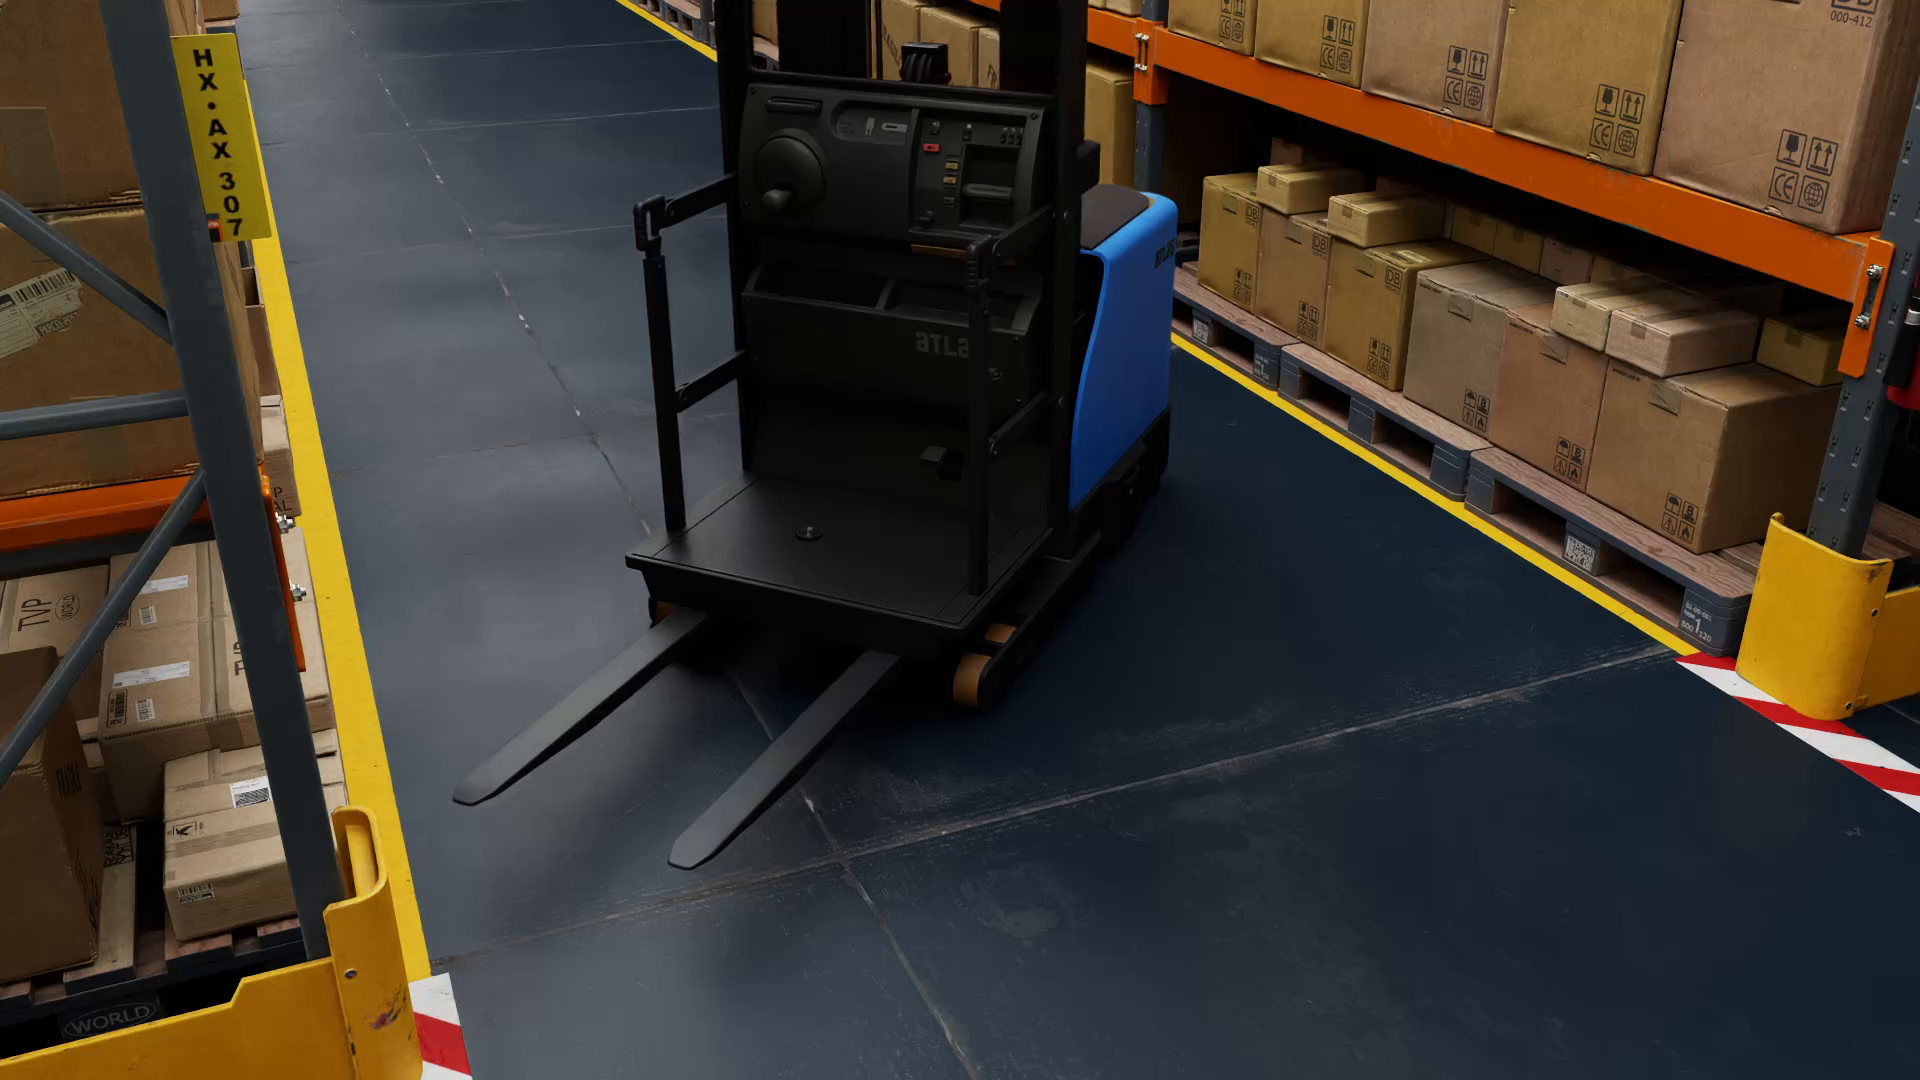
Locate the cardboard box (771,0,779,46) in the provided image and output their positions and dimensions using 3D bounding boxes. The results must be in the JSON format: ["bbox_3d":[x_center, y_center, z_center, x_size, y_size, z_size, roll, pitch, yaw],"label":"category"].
[{"bbox_3d":[-1.104,-4.218,13.317,0.700,0.500,0.500,-10,28,-20],"label":"cardboard box"}]

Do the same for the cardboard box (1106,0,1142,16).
[{"bbox_3d":[0.921,-2.605,7.930,0.380,0.149,0.250,-10,28,-20],"label":"cardboard box"}]

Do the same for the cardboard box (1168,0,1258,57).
[{"bbox_3d":[1.511,-2.534,7.179,0.980,0.700,0.700,-10,28,-20],"label":"cardboard box"}]

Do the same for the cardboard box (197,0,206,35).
[{"bbox_3d":[-2.608,-1.448,5.182,0.500,0.500,0.500,-10,28,-19],"label":"cardboard box"}]

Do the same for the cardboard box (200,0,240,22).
[{"bbox_3d":[-3.222,-2.232,6.309,0.700,0.500,0.500,-22,34,-37],"label":"cardboard box"}]

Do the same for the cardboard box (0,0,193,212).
[{"bbox_3d":[-1.607,-0.872,2.864,0.500,0.500,0.500,-10,28,-19],"label":"cardboard box"}]

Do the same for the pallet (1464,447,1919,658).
[{"bbox_3d":[2.495,-0.062,5.637,1.003,0.211,1.213,-11,28,-21],"label":"pallet"}]

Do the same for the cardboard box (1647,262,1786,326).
[{"bbox_3d":[2.548,-0.817,5.635,0.380,0.149,0.250,-10,28,-20],"label":"cardboard box"}]

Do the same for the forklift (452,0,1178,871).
[{"bbox_3d":[-0.294,-1.044,4.547,1.130,2.935,3.031,11,28,21],"label":"forklift"}]

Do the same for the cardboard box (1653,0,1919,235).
[{"bbox_3d":[2.672,-1.345,4.744,0.980,0.700,0.700,-9,28,-18],"label":"cardboard box"}]

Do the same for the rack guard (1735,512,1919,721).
[{"bbox_3d":[2.890,0.127,4.920,1.175,0.500,0.348,-11,28,-21],"label":"rack guard"}]

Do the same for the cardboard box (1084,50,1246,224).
[{"bbox_3d":[0.940,-2.084,8.570,0.750,0.750,0.750,-10,28,-20],"label":"cardboard box"}]

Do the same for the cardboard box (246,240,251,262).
[{"bbox_3d":[-3.616,-1.496,7.743,0.500,0.500,0.500,-10,28,-20],"label":"cardboard box"}]

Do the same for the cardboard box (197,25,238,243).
[{"bbox_3d":[-2.202,-1.035,4.338,0.500,0.500,0.500,-10,28,-20],"label":"cardboard box"}]

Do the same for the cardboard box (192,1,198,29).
[{"bbox_3d":[-2.210,-1.490,4.128,0.500,0.500,0.500,-11,28,-21],"label":"cardboard box"}]

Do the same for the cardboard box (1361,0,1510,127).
[{"bbox_3d":[2.086,-1.946,5.975,0.980,0.700,0.700,-12,28,-23],"label":"cardboard box"}]

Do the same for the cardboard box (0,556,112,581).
[{"bbox_3d":[-2.502,-0.087,4.852,0.797,0.503,0.637,-11,28,-21],"label":"cardboard box"}]

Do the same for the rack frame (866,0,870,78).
[{"bbox_3d":[-0.252,-4.236,11.006,1.000,3.000,0.127,-11,28,-21],"label":"rack frame"}]

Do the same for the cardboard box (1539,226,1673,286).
[{"bbox_3d":[2.350,-1.020,6.052,0.380,0.149,0.250,-10,28,-20],"label":"cardboard box"}]

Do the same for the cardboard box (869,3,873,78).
[{"bbox_3d":[-0.582,-3.592,12.035,0.700,0.500,0.500,-10,28,-20],"label":"cardboard box"}]

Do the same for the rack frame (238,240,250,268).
[{"bbox_3d":[-3.243,-1.768,5.953,1.000,3.000,0.127,-11,28,-21],"label":"rack frame"}]

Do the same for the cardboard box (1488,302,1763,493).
[{"bbox_3d":[2.318,-0.539,5.805,0.700,0.500,0.500,-11,28,-21],"label":"cardboard box"}]

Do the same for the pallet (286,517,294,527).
[{"bbox_3d":[-2.493,0.256,4.986,1.003,0.211,1.213,-11,28,-21],"label":"pallet"}]

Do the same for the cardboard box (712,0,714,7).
[{"bbox_3d":[-2.056,-4.986,15.271,0.380,0.166,0.250,-15,30,-27],"label":"cardboard box"}]

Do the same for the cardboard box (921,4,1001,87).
[{"bbox_3d":[0.252,-2.784,10.005,0.750,0.750,0.750,-11,28,-21],"label":"cardboard box"}]

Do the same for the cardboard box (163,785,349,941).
[{"bbox_3d":[-1.524,0.702,3.641,0.380,0.149,0.250,-11,28,-21],"label":"cardboard box"}]

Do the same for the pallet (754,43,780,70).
[{"bbox_3d":[-1.031,-3.790,13.272,1.003,0.211,1.213,-11,28,-21],"label":"pallet"}]

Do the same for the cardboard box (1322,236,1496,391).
[{"bbox_3d":[1.905,-0.956,6.659,0.700,0.500,0.500,-10,28,-19],"label":"cardboard box"}]

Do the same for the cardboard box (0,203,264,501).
[{"bbox_3d":[-1.607,-0.423,3.083,0.500,0.500,0.500,-10,28,-20],"label":"cardboard box"}]

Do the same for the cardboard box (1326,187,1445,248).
[{"bbox_3d":[1.683,-1.278,6.580,0.380,0.149,0.250,-11,28,-22],"label":"cardboard box"}]

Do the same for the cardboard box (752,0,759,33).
[{"bbox_3d":[-1.515,-4.631,14.163,0.700,0.500,0.500,-10,28,-19],"label":"cardboard box"}]

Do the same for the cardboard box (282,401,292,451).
[{"bbox_3d":[-2.556,-0.362,5.821,0.380,0.149,0.250,-11,28,-21],"label":"cardboard box"}]

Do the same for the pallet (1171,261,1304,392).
[{"bbox_3d":[1.540,-1.047,7.655,1.003,0.211,1.213,-11,28,-21],"label":"pallet"}]

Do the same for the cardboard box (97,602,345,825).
[{"bbox_3d":[-1.824,0.414,4.115,0.500,0.250,0.500,-11,28,-21],"label":"cardboard box"}]

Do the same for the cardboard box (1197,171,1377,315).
[{"bbox_3d":[1.513,-1.367,7.501,0.700,0.500,0.500,-10,28,-20],"label":"cardboard box"}]

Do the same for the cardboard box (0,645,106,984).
[{"bbox_3d":[-2.116,0.595,3.460,0.500,0.500,0.500,-11,28,-21],"label":"cardboard box"}]

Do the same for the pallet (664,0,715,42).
[{"bbox_3d":[-2.114,-4.862,15.468,1.003,0.211,1.213,-11,28,-21],"label":"pallet"}]

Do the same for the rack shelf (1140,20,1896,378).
[{"bbox_3d":[2.097,-1.490,6.203,1.077,0.370,4.000,-11,28,-21],"label":"rack shelf"}]

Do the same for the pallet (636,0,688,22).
[{"bbox_3d":[-2.596,-5.356,16.479,1.003,0.211,1.213,-11,28,-21],"label":"pallet"}]

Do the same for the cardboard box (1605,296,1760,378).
[{"bbox_3d":[2.296,-0.649,5.291,0.380,0.149,0.250,-11,28,-21],"label":"cardboard box"}]

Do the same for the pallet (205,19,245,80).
[{"bbox_3d":[-3.455,-2.023,6.694,1.003,0.211,1.213,-11,28,-21],"label":"pallet"}]

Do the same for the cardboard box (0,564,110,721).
[{"bbox_3d":[-2.460,0.319,4.311,0.500,0.250,0.500,-11,28,-21],"label":"cardboard box"}]

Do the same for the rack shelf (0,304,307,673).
[{"bbox_3d":[-2.459,-0.638,4.457,1.077,0.370,4.000,-11,28,-21],"label":"rack shelf"}]

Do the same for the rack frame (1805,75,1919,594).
[{"bbox_3d":[2.881,-1.006,4.392,1.000,3.000,0.127,-11,28,-21],"label":"rack frame"}]

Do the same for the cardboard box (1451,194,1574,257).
[{"bbox_3d":[2.151,-1.226,6.473,0.380,0.149,0.250,-11,28,-22],"label":"cardboard box"}]

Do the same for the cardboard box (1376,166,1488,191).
[{"bbox_3d":[1.950,-1.432,6.896,0.380,0.149,0.250,-12,28,-22],"label":"cardboard box"}]
